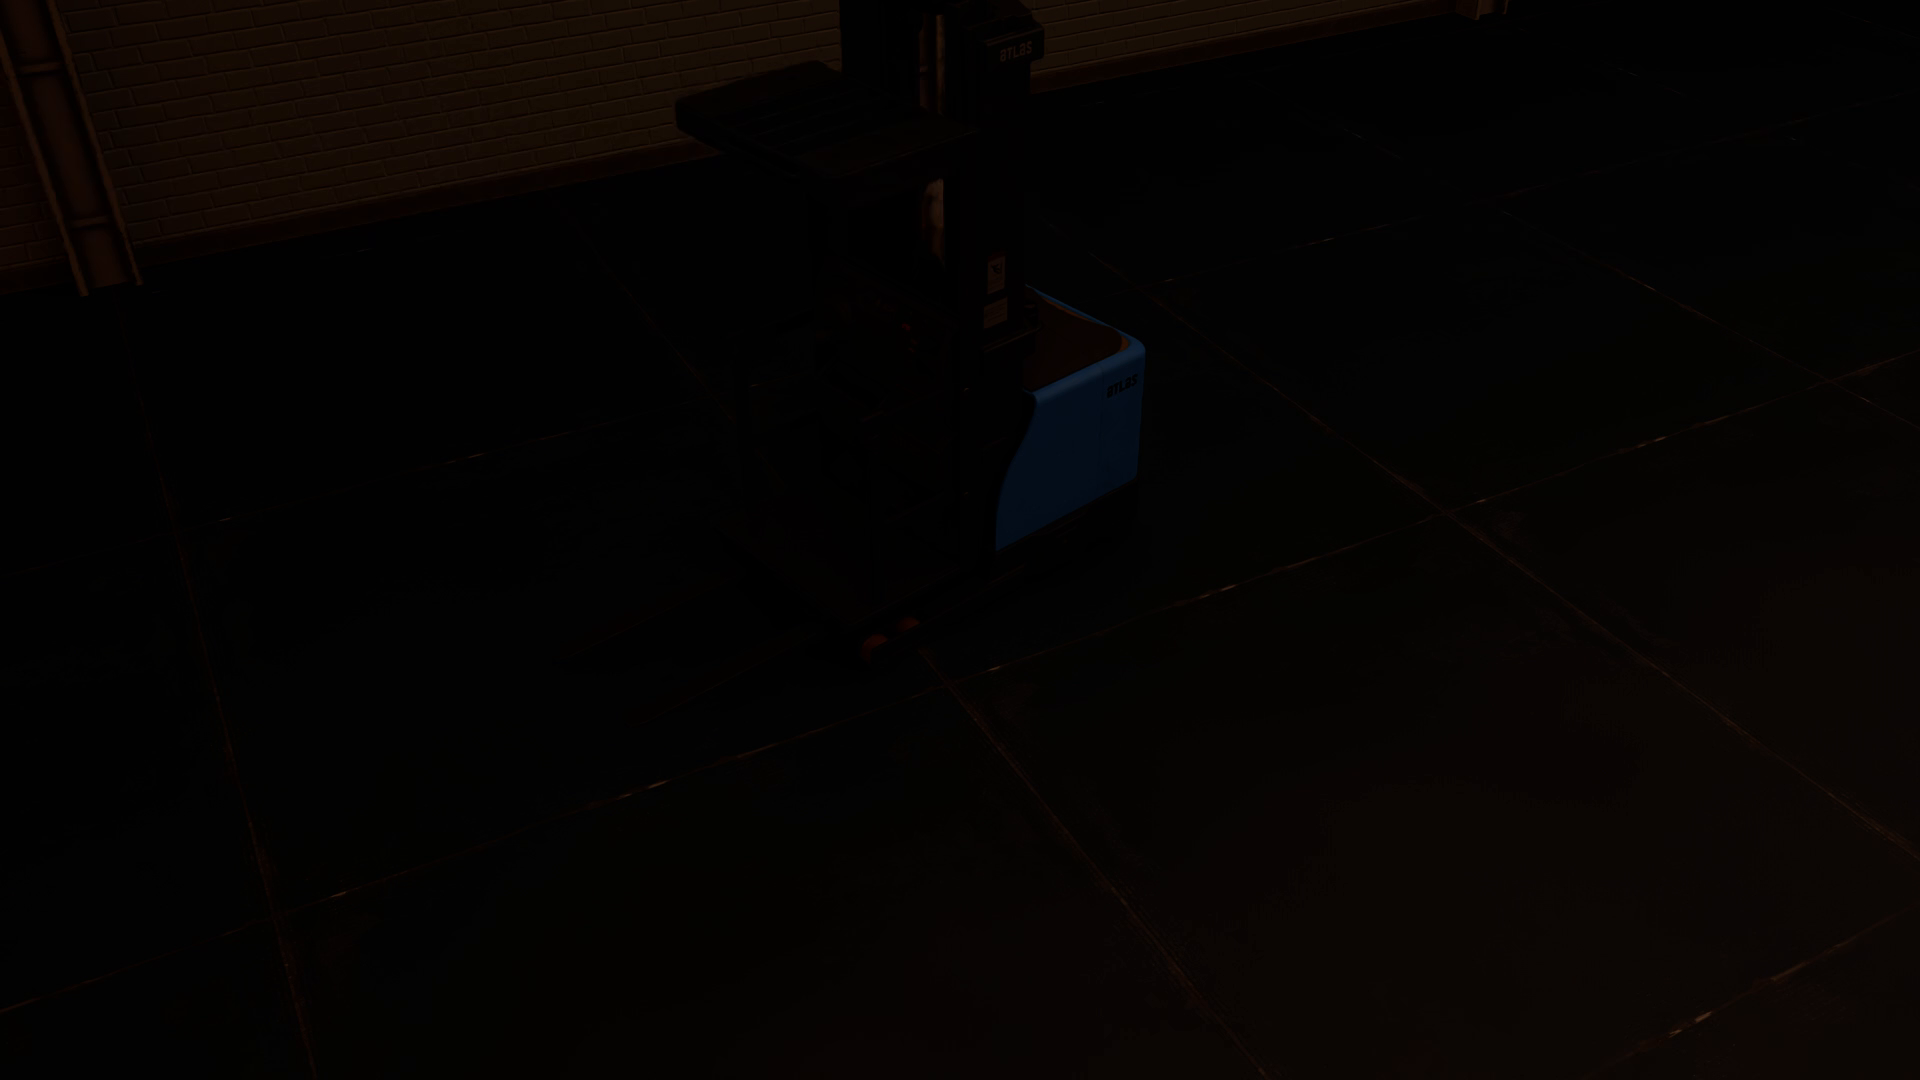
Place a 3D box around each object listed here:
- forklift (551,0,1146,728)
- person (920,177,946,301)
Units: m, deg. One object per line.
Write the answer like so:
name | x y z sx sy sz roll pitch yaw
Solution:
forklift | -0.506 -0.932 7.441 3.031 2.935 1.130 -27 43 -33
person | -0.053 -1.385 9.157 0.549 1.673 0.548 9 36 13
